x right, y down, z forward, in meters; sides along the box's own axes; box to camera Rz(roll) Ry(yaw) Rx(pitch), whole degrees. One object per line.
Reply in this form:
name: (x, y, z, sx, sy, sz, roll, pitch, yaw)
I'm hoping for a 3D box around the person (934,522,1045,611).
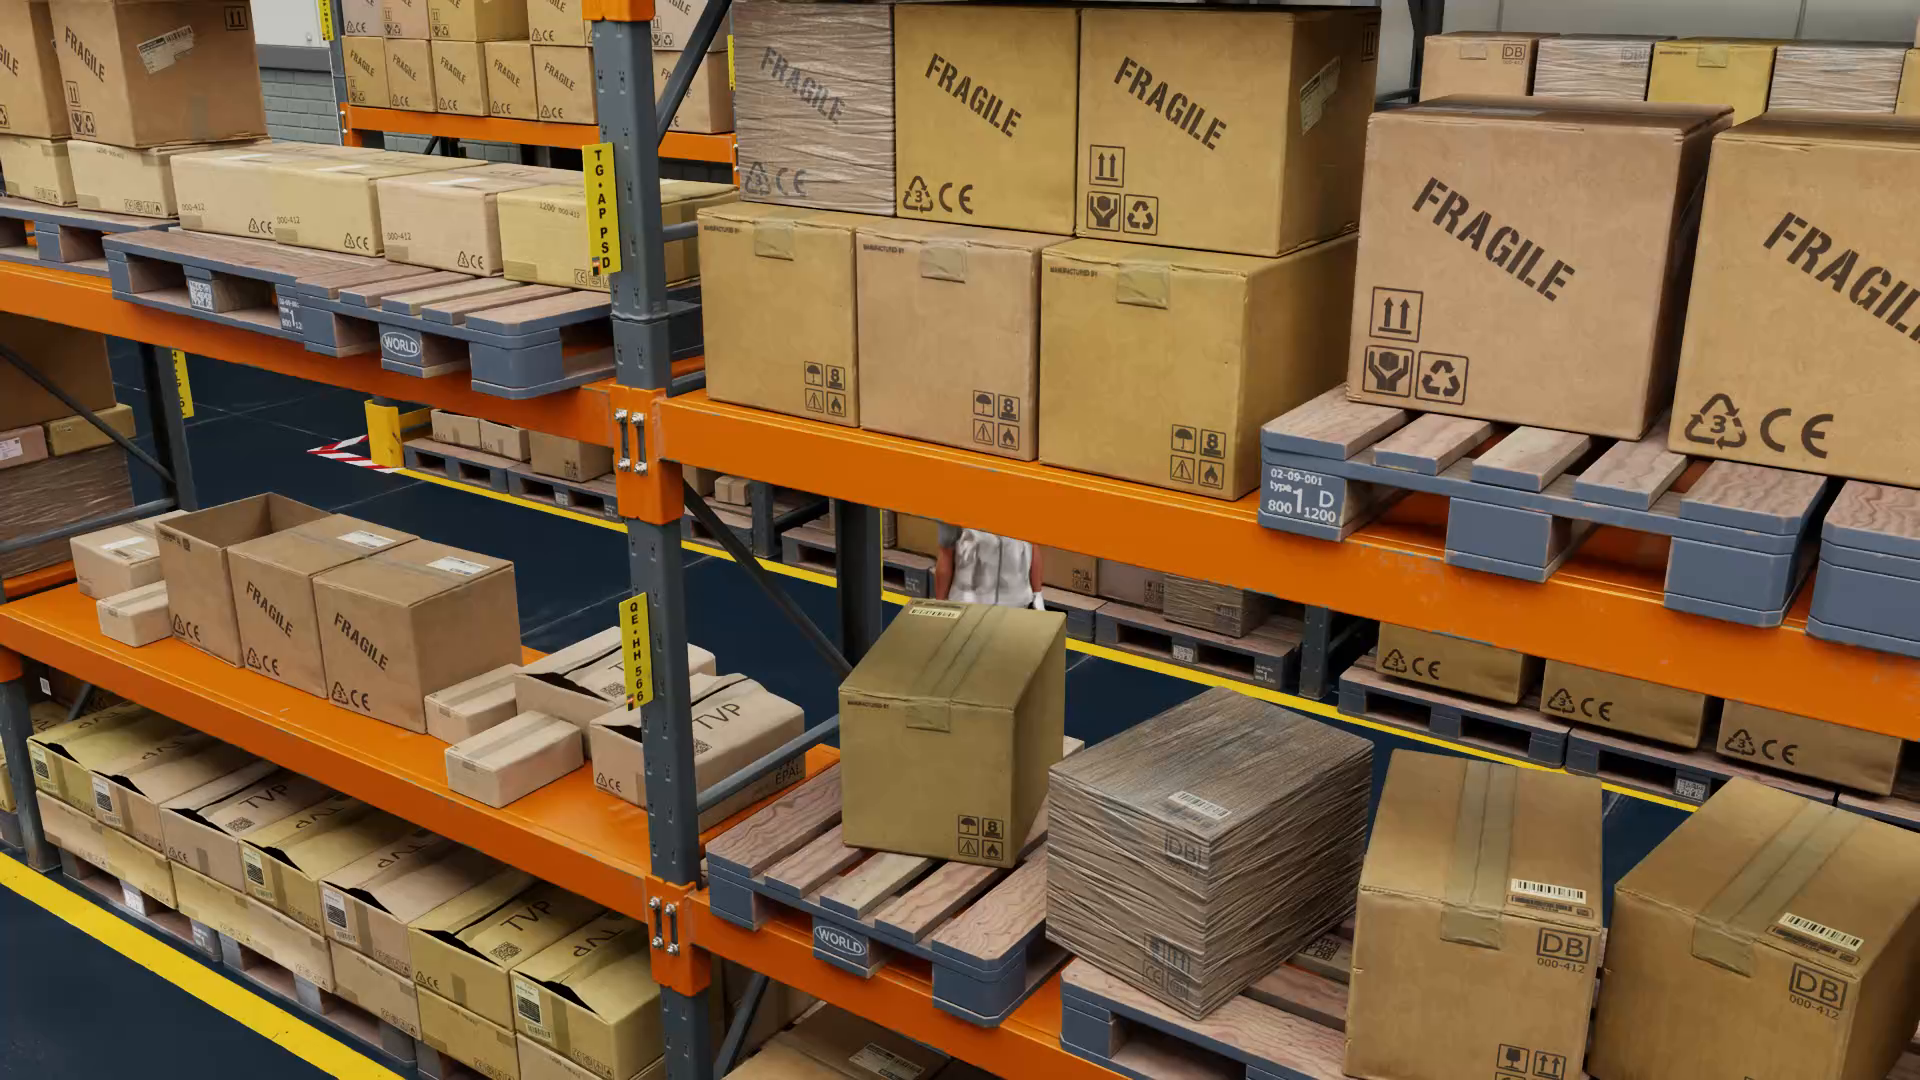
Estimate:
person: (0.177, 0.369, 7.967, 0.577, 1.773, 0.726, -4, 20, -11)
